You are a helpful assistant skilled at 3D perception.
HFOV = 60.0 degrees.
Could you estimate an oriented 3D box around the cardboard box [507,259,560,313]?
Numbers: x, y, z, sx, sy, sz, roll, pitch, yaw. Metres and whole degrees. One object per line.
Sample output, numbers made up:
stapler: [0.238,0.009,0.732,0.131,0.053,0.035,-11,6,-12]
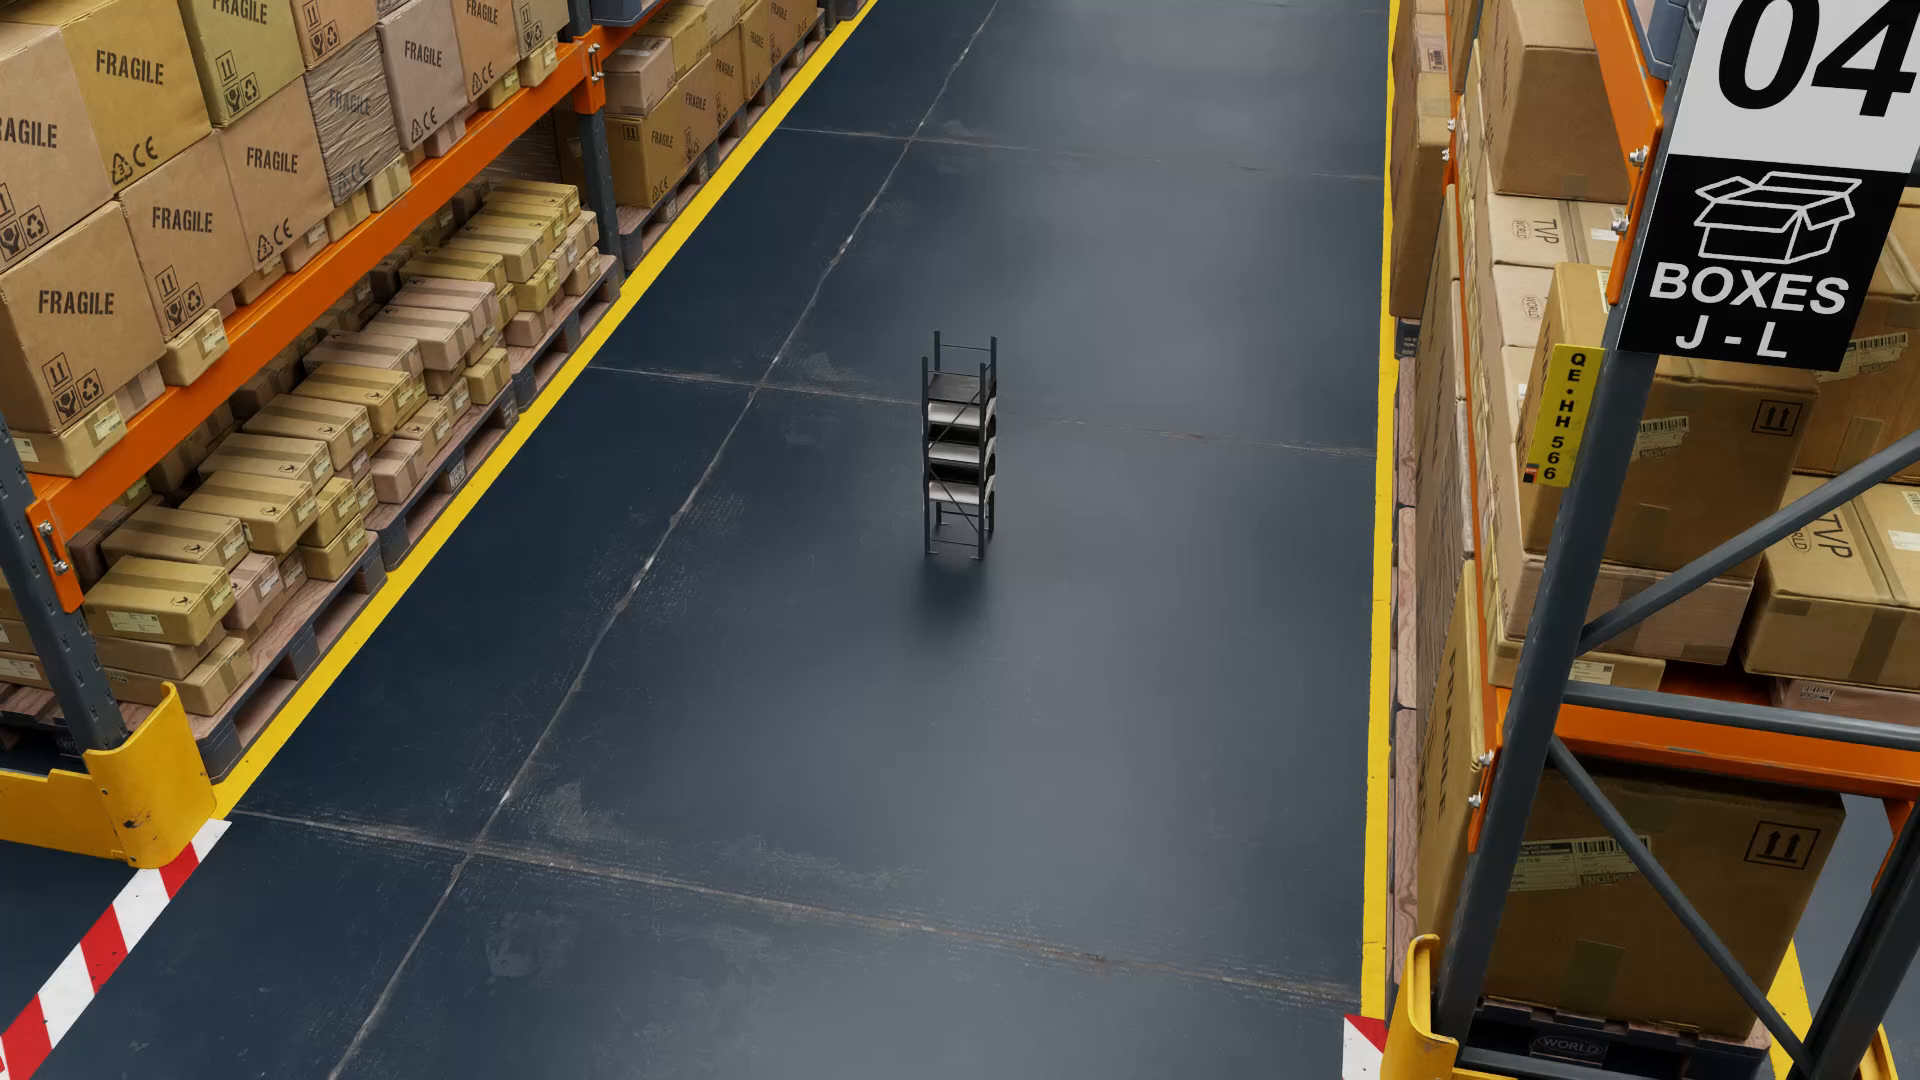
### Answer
cardboard box: [-2.070,-1.181,7.642,0.380,0.149,0.250,6,36,8]

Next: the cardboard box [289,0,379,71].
cardboard box: [-2.387,-1.953,5.698,0.500,0.500,0.500,6,36,8]

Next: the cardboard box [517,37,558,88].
cardboard box: [-2.009,-2.122,7.336,0.380,0.149,0.250,6,36,9]

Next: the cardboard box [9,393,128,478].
cardboard box: [-2.693,-0.328,4.860,0.380,0.149,0.250,7,37,10]

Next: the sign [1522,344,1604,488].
sign: [1.215,-0.246,3.345,0.100,0.325,0.005,7,37,10]

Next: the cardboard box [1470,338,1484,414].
cardboard box: [1.768,-0.483,5.075,0.380,0.149,0.250,7,37,10]

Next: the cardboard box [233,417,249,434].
cardboard box: [-2.968,-0.501,6.703,0.380,0.149,0.250,9,37,12]

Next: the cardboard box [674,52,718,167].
cardboard box: [-1.699,-2.430,9.319,0.500,0.500,0.500,9,37,12]

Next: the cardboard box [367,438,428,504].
cardboard box: [-2.374,-0.287,6.662,0.380,0.149,0.250,6,36,8]

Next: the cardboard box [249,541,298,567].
cardboard box: [-2.640,0.009,5.999,0.380,0.149,0.250,8,37,11]

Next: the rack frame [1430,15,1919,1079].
rack frame: [1.742,0.395,3.649,1.000,3.000,0.127,7,37,10]

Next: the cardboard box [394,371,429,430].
cardboard box: [-2.430,-0.602,6.843,0.380,0.149,0.250,9,37,12]

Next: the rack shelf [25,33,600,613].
rack shelf: [-2.655,-1.140,6.380,1.077,0.370,4.000,7,37,10]

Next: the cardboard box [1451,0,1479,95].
cardboard box: [2.429,-2.241,7.201,0.500,0.500,0.500,7,37,10]

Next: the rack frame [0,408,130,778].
rack frame: [-3.082,-0.285,4.587,1.000,3.000,0.127,7,37,10]

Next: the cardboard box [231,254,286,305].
cardboard box: [-2.566,-0.945,5.711,0.380,0.149,0.250,7,37,10]

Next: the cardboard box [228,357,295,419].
cardboard box: [-2.891,-0.617,6.609,0.380,0.149,0.250,6,36,8]

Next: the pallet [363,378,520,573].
pallet: [-2.595,-0.358,7.064,1.003,0.211,1.213,7,37,10]

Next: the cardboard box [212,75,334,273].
cardboard box: [-2.510,-1.258,5.591,0.500,0.500,0.500,8,37,11]

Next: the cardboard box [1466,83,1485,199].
cardboard box: [2.129,-1.437,6.051,0.500,0.250,0.500,7,37,10]

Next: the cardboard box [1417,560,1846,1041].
cardboard box: [1.800,0.708,4.670,0.875,0.875,0.875,7,37,10]

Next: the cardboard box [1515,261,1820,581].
cardboard box: [1.589,-0.281,3.817,0.500,0.500,0.500,8,37,11]

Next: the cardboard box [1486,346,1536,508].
cardboard box: [1.695,-0.267,4.436,0.500,0.250,0.500,7,36,9]

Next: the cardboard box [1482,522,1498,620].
cardboard box: [1.550,0.102,4.268,0.380,0.149,0.250,8,37,10]

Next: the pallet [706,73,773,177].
pallet: [-1.804,-2.597,10.153,1.003,0.211,1.213,7,37,10]

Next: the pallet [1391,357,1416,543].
pallet: [2.357,-0.343,7.044,1.003,0.211,1.213,7,37,10]

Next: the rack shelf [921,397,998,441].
rack shelf: [-0.002,-0.478,6.393,0.258,0.077,0.200,7,37,10]

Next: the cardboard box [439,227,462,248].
cardboard box: [-2.584,-1.390,7.930,0.380,0.149,0.250,8,37,10]

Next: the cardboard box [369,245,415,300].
cardboard box: [-2.660,-1.209,7.427,0.380,0.149,0.250,6,36,9]

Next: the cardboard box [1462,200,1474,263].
cardboard box: [1.987,-1.069,5.884,0.380,0.149,0.250,7,36,9]

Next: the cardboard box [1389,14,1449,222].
cardboard box: [2.903,-2.090,8.530,1.225,0.875,0.875,6,36,8]

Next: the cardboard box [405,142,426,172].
cardboard box: [-2.338,-1.533,6.523,0.380,0.149,0.250,7,36,9]

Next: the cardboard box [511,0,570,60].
cardboard box: [-2.055,-2.426,7.203,0.500,0.500,0.500,7,37,10]

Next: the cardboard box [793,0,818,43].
cardboard box: [-1.258,-3.619,10.960,0.500,0.500,0.500,7,37,10]

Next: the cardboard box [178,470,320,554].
cardboard box: [-2.518,-0.101,5.898,0.380,0.149,0.250,7,37,10]

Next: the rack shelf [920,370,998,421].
rack shelf: [-0.002,-0.551,6.341,0.258,0.077,0.200,7,37,10]

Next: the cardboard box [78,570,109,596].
cardboard box: [-3.140,0.097,5.877,0.380,0.149,0.250,6,36,9]

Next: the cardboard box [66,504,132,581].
cardboard box: [-3.107,-0.014,5.777,0.380,0.149,0.250,8,37,11]

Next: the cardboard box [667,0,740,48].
cardboard box: [-1.587,-3.028,9.505,0.500,0.250,0.500,9,37,12]

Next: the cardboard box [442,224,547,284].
cardboard box: [-2.111,-1.303,7.556,0.380,0.149,0.250,7,37,10]

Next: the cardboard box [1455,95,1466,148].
cardboard box: [2.208,-1.669,6.711,0.380,0.149,0.250,7,37,10]

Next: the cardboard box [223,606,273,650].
cardboard box: [-2.682,0.279,5.881,0.380,0.149,0.250,7,37,10]

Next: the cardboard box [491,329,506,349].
cardboard box: [-2.284,-0.892,7.497,0.380,0.149,0.250,6,36,9]

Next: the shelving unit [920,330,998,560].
shelving unit: [-0.002,-0.360,6.479,0.258,0.900,0.210,7,37,10]

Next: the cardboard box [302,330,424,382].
cardboard box: [-2.416,-0.712,6.741,0.380,0.149,0.250,7,37,10]

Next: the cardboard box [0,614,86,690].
cardboard box: [-3.173,0.371,5.753,0.380,0.149,0.250,8,37,11]
